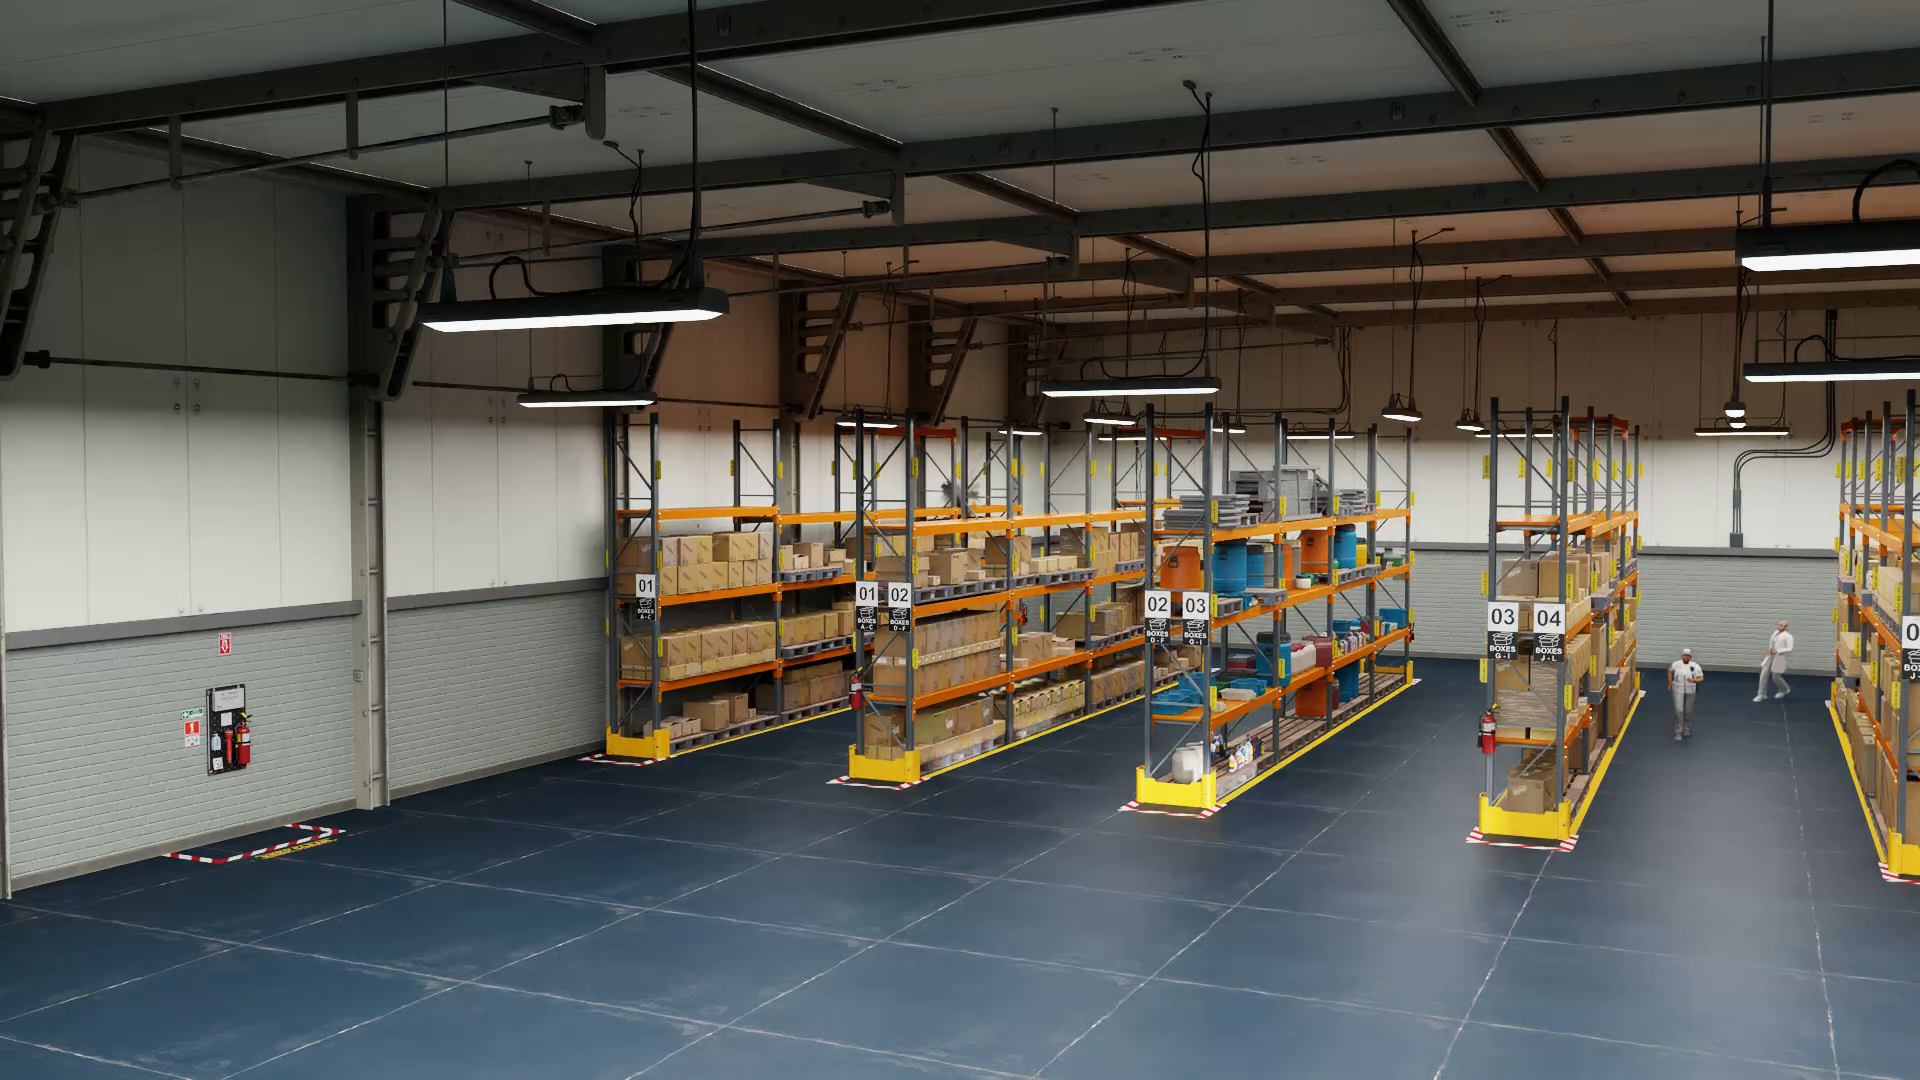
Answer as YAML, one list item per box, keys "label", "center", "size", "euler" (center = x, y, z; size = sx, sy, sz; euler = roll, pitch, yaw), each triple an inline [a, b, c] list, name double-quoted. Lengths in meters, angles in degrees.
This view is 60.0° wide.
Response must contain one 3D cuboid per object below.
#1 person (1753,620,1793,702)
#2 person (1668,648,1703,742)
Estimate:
- label: "person"
  center: [17.597, 2.612, 35.808]
  size: [0.969, 1.769, 0.734]
  euler: [-1, 3, -21]
- label: "person"
  center: [13.476, 2.860, 30.907]
  size: [0.588, 1.702, 0.813]
  euler: [1, 3, 21]
